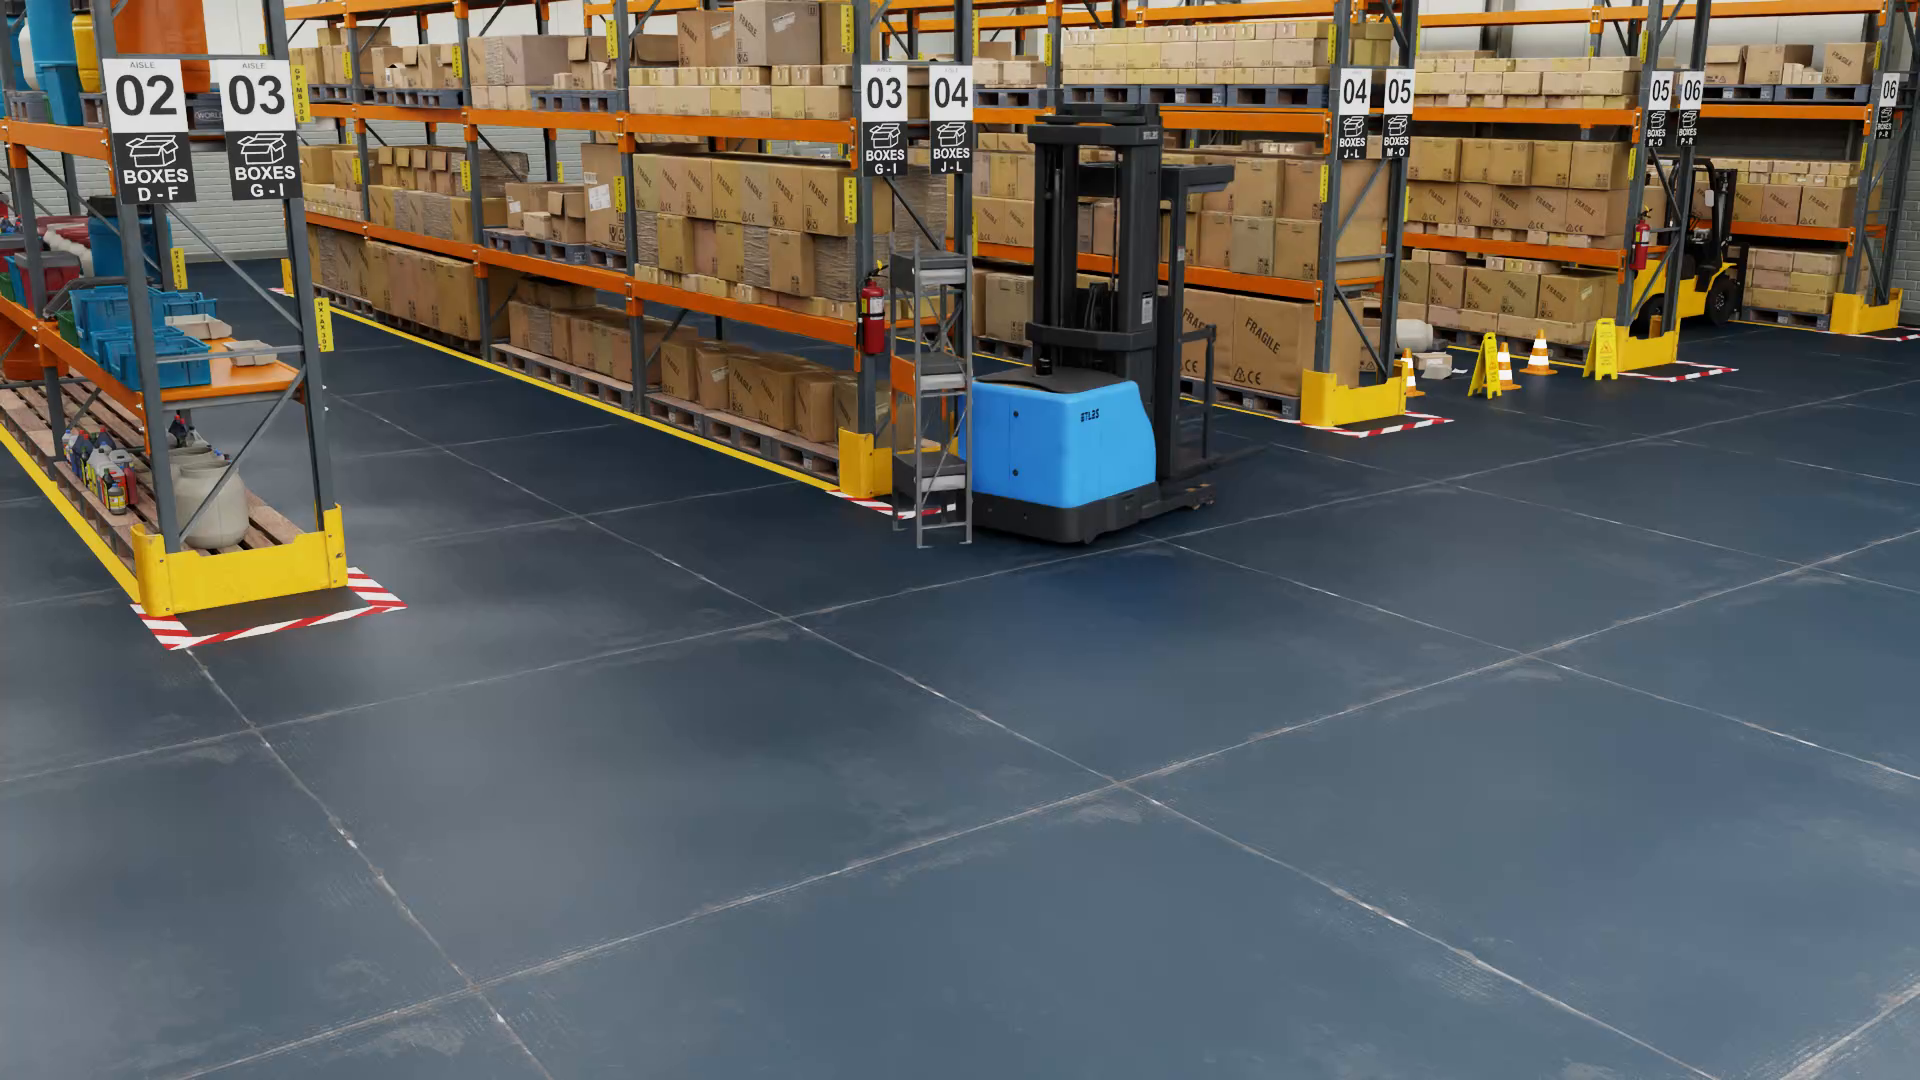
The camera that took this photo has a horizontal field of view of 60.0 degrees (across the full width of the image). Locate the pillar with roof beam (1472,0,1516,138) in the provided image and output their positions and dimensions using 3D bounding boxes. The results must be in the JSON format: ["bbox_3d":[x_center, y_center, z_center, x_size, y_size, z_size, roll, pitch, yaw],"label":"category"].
[{"bbox_3d":[4.995,-7.973,23.660,9.100,9.000,0.400,-11,19,-35],"label":"pillar with roof beam"}]

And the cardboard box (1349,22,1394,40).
[{"bbox_3d":[3.789,-4.698,15.358,0.380,0.149,0.250,-11,19,-34],"label":"cardboard box"}]

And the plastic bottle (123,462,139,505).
[{"bbox_3d":[-5.825,-0.400,11.669,0.061,0.283,0.133,-11,19,-35],"label":"plastic bottle"}]

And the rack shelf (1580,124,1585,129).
[{"bbox_3d":[8.157,-6.559,25.538,1.077,0.370,4.000,-11,19,-35],"label":"rack shelf"}]

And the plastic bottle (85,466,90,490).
[{"bbox_3d":[-6.304,-0.475,12.097,0.097,0.201,0.097,0,15,0],"label":"plastic bottle"}]

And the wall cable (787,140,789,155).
[{"bbox_3d":[-3.929,-8.736,35.889,0.588,1.984,0.122,-11,19,-35],"label":"wall cable"}]

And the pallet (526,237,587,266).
[{"bbox_3d":[-3.850,-3.068,17.466,1.003,0.211,1.213,-11,19,-35],"label":"pallet"}]

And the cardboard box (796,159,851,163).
[{"bbox_3d":[-1.030,-2.916,13.903,0.500,0.500,0.500,-11,19,-35],"label":"cardboard box"}]

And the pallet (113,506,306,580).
[{"bbox_3d":[-4.906,0.062,10.949,1.003,0.211,1.213,-11,19,-35],"label":"pallet"}]

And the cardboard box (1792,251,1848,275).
[{"bbox_3d":[11.162,-3.586,21.516,0.500,0.250,0.500,-10,18,-33],"label":"cardboard box"}]

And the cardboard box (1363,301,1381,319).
[{"bbox_3d":[4.850,-2.616,20.183,0.500,0.500,0.500,1,15,4],"label":"cardboard box"}]

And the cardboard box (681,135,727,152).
[{"bbox_3d":[-3.823,-5.911,24.845,0.500,0.500,0.500,-12,19,-36],"label":"cardboard box"}]

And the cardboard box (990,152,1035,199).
[{"bbox_3d":[0.775,-4.216,19.214,0.700,0.500,0.500,-11,19,-35],"label":"cardboard box"}]

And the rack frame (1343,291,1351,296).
[{"bbox_3d":[5.320,-4.261,21.461,1.000,3.000,0.127,-11,19,-35],"label":"rack frame"}]

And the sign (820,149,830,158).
[{"bbox_3d":[-3.007,-8.393,36.741,0.329,0.494,0.001,-11,19,-35],"label":"sign"}]

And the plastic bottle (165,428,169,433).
[{"bbox_3d":[-6.207,-0.773,12.903,0.144,0.351,0.185,-11,19,-35],"label":"plastic bottle"}]

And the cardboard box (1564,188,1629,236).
[{"bbox_3d":[7.130,-3.671,18.555,0.500,0.500,0.500,-11,19,-36],"label":"cardboard box"}]

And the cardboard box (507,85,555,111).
[{"bbox_3d":[-4.365,-4.593,17.278,0.500,0.250,0.500,-10,18,-33],"label":"cardboard box"}]

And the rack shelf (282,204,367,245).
[{"bbox_3d":[-8.575,-4.511,23.738,1.077,0.370,4.000,-11,19,-35],"label":"rack shelf"}]

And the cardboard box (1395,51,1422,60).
[{"bbox_3d":[7.210,-7.439,26.218,0.500,0.500,0.500,-11,19,-34],"label":"cardboard box"}]

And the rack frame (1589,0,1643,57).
[{"bbox_3d":[9.333,-7.925,23.487,1.000,3.000,0.127,-11,19,-35],"label":"rack frame"}]

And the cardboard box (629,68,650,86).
[{"bbox_3d":[-2.754,-4.172,14.984,0.380,0.149,0.250,-12,19,-36],"label":"cardboard box"}]

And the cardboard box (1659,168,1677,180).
[{"bbox_3d":[9.875,-5.057,22.953,0.380,0.149,0.250,-11,19,-35],"label":"cardboard box"}]

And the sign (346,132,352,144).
[{"bbox_3d":[-9.304,-6.039,25.316,0.100,0.325,0.005,-11,19,-35],"label":"sign"}]

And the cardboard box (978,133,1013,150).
[{"bbox_3d":[0.643,-6.361,27.051,0.500,0.500,0.500,-11,19,-34],"label":"cardboard box"}]

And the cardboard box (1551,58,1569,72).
[{"bbox_3d":[6.842,-5.318,18.607,0.380,0.149,0.250,-11,19,-34],"label":"cardboard box"}]

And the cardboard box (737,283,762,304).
[{"bbox_3d":[-1.645,-2.080,13.969,0.380,0.149,0.250,-11,19,-35],"label":"cardboard box"}]

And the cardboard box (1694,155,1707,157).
[{"bbox_3d":[10.380,-5.299,23.271,0.380,0.149,0.250,-11,19,-35],"label":"cardboard box"}]

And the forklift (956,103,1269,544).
[{"bbox_3d":[1.293,-1.711,12.274,1.130,2.935,3.031,12,20,38],"label":"forklift"}]

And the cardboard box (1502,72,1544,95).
[{"bbox_3d":[6.550,-5.210,18.966,0.500,0.250,0.500,-10,18,-33],"label":"cardboard box"}]

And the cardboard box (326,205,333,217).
[{"bbox_3d":[-8.599,-4.598,23.170,0.380,0.149,0.250,-11,19,-35],"label":"cardboard box"}]

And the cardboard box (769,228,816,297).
[{"bbox_3d":[-1.036,-2.270,13.434,0.875,0.500,0.500,-11,19,-35],"label":"cardboard box"}]

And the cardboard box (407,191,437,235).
[{"bbox_3d":[-6.433,-4.018,20.386,0.500,0.500,0.500,-10,18,-33],"label":"cardboard box"}]

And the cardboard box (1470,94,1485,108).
[{"bbox_3d":[6.213,-5.152,19.510,0.380,0.149,0.250,-11,19,-34],"label":"cardboard box"}]

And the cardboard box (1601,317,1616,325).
[{"bbox_3d":[7.422,-2.498,19.434,0.500,0.250,0.500,-11,19,-35],"label":"cardboard box"}]

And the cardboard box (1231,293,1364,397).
[{"bbox_3d":[3.276,-1.929,16.171,0.875,0.875,0.875,-11,19,-34],"label":"cardboard box"}]

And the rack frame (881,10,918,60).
[{"bbox_3d":[-0.976,-7.218,20.904,1.000,3.000,0.127,-11,19,-35],"label":"rack frame"}]

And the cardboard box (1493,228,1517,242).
[{"bbox_3d":[6.471,-3.594,19.502,0.380,0.149,0.250,-11,19,-35],"label":"cardboard box"}]

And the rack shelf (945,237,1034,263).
[{"bbox_3d":[0.200,-3.551,20.230,1.077,0.370,4.000,-11,19,-35],"label":"rack shelf"}]

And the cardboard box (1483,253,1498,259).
[{"bbox_3d":[8.567,-4.366,25.547,0.875,0.625,0.625,-11,19,-35],"label":"cardboard box"}]

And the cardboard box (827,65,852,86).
[{"bbox_3d":[-0.759,-3.446,12.331,0.380,0.149,0.250,-11,19,-35],"label":"cardboard box"}]

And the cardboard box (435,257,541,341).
[{"bbox_3d":[-5.436,-2.905,19.737,1.225,0.875,0.875,-12,19,-37],"label":"cardboard box"}]

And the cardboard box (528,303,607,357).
[{"bbox_3d":[-4.301,-2.327,18.297,0.700,0.500,0.500,-13,20,-39],"label":"cardboard box"}]

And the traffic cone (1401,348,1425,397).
[{"bbox_3d":[4.564,-1.727,17.009,0.336,0.463,0.334,-11,19,-35],"label":"traffic cone"}]

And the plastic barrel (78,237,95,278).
[{"bbox_3d":[-7.087,-2.258,13.885,0.433,0.535,0.433,0,15,0],"label":"plastic barrel"}]

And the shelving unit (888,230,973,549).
[{"bbox_3d":[-0.199,-1.033,11.374,0.431,2.100,0.503,-6,16,-21],"label":"shelving unit"}]

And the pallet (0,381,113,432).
[{"bbox_3d":[-8.630,-1.291,15.894,1.003,0.211,1.213,-11,19,-35],"label":"pallet"}]

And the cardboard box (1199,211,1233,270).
[{"bbox_3d":[2.904,-3.014,16.623,0.875,0.550,0.550,-11,19,-35],"label":"cardboard box"}]

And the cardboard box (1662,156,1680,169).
[{"bbox_3d":[9.908,-5.205,22.931,0.380,0.149,0.250,-11,19,-35],"label":"cardboard box"}]

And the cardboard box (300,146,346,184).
[{"bbox_3d":[-9.084,-5.357,23.766,0.500,0.500,0.500,-11,19,-36],"label":"cardboard box"}]

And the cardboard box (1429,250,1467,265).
[{"bbox_3d":[5.938,-3.441,20.231,0.380,0.149,0.250,-10,18,-31],"label":"cardboard box"}]

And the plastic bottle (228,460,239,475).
[{"bbox_3d":[-5.164,-0.431,11.805,0.097,0.271,0.097,0,15,0],"label":"plastic bottle"}]

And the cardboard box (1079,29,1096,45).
[{"bbox_3d":[1.466,-5.247,17.363,0.380,0.149,0.250,-11,19,-35],"label":"cardboard box"}]

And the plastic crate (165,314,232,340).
[{"bbox_3d":[-5.542,-1.519,11.944,0.530,0.136,0.437,-11,19,-35],"label":"plastic crate"}]

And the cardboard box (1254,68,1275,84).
[{"bbox_3d":[2.959,-4.320,15.487,0.380,0.149,0.250,-11,19,-34],"label":"cardboard box"}]

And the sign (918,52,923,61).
[{"bbox_3d":[-0.522,-6.144,21.529,0.100,0.325,0.005,-11,19,-35],"label":"sign"}]
